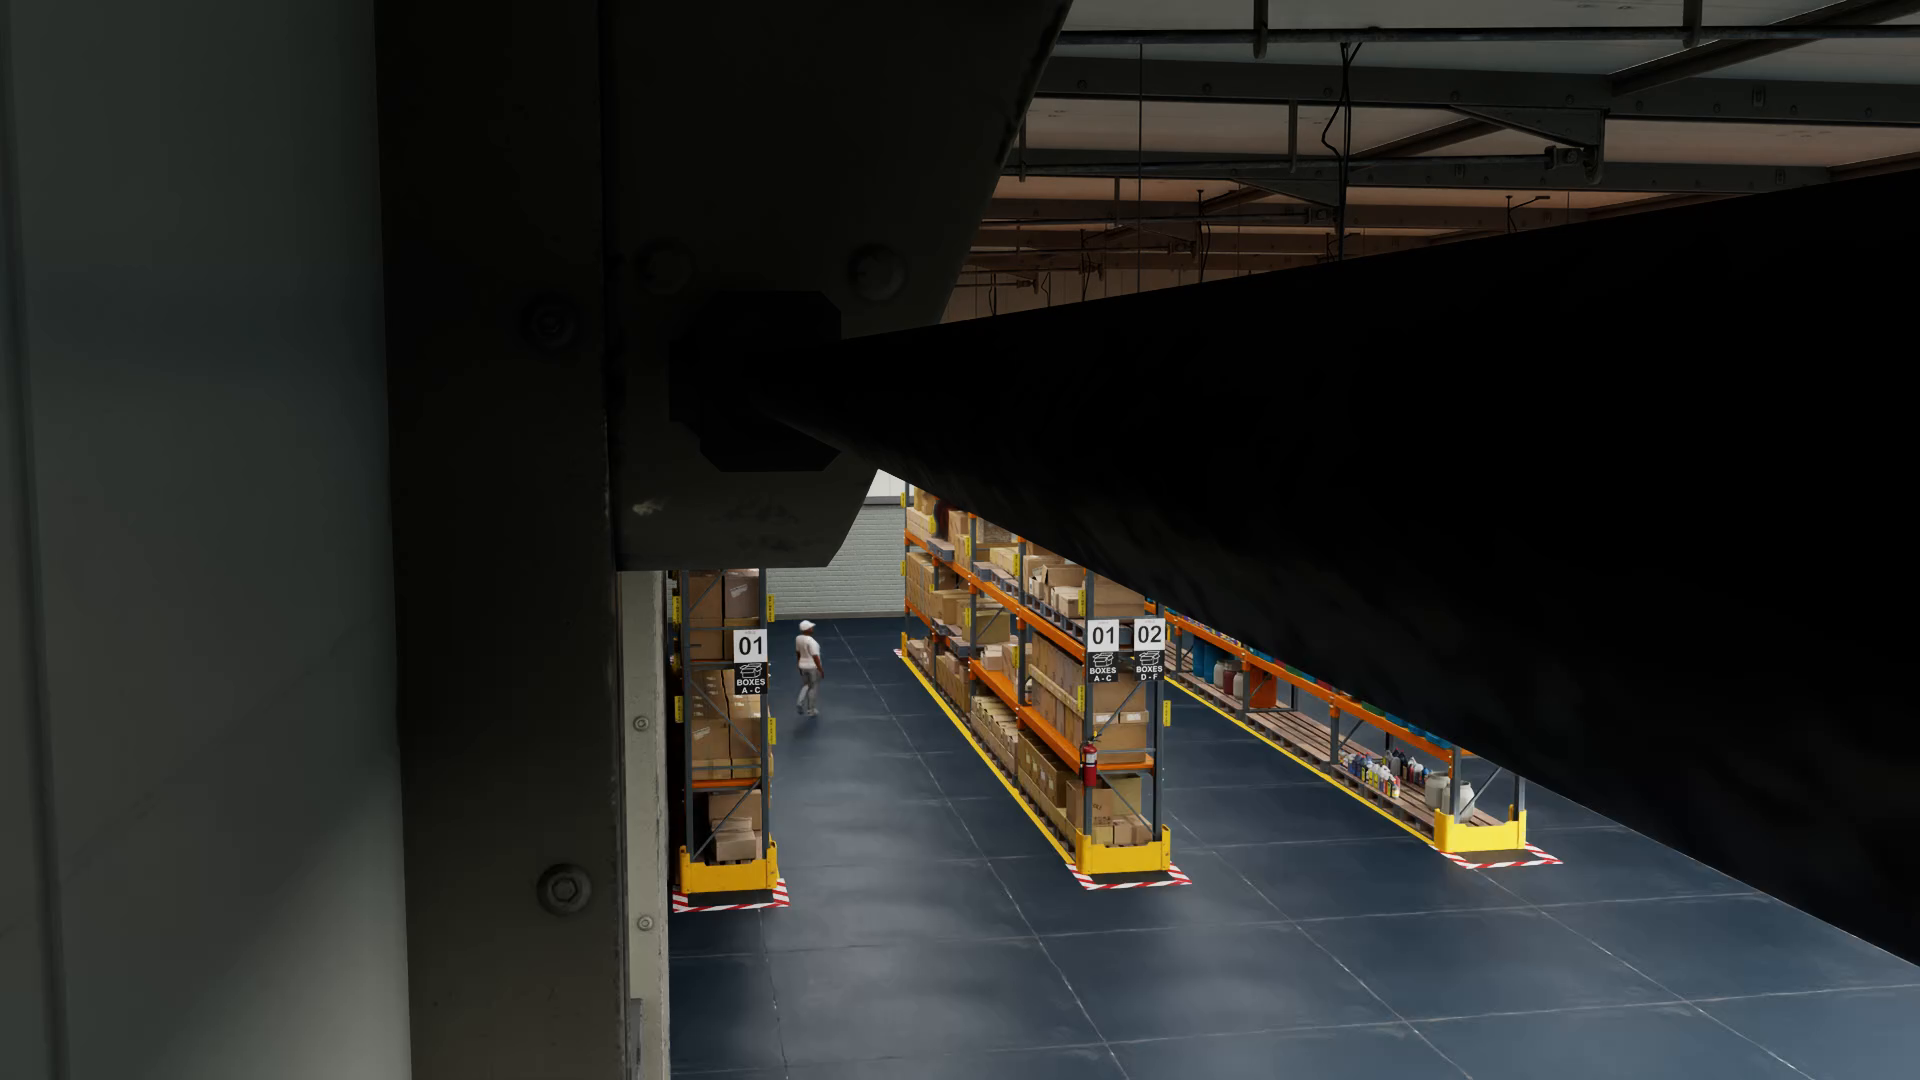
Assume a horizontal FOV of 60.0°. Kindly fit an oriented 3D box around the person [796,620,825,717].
[{"bbox_3d":[-2.735,2.318,30.113,0.595,1.753,0.488,4,7,34],"label":"person"}]
